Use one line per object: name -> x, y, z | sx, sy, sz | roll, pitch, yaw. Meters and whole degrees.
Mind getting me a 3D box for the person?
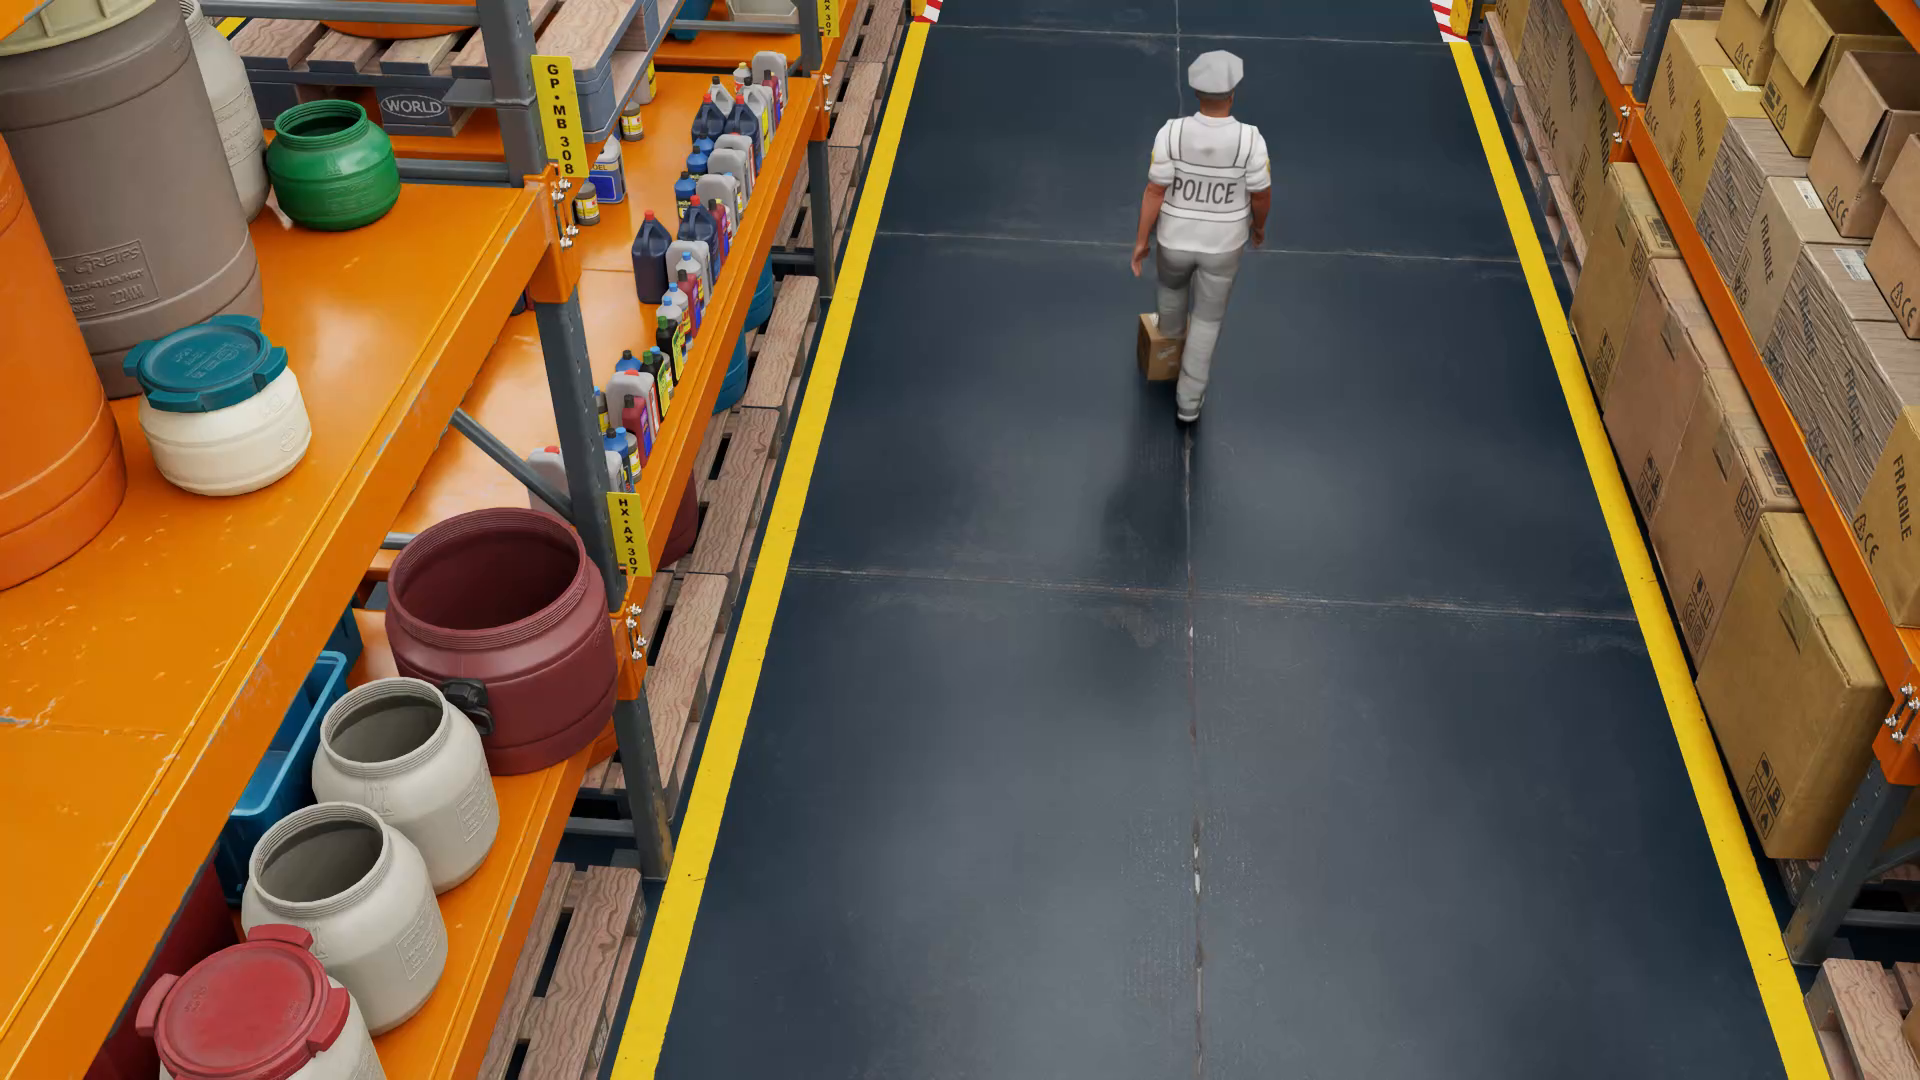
person -> 1.151, -1.456, 7.890 | 0.595, 1.802, 0.791 | 11, 41, 12
